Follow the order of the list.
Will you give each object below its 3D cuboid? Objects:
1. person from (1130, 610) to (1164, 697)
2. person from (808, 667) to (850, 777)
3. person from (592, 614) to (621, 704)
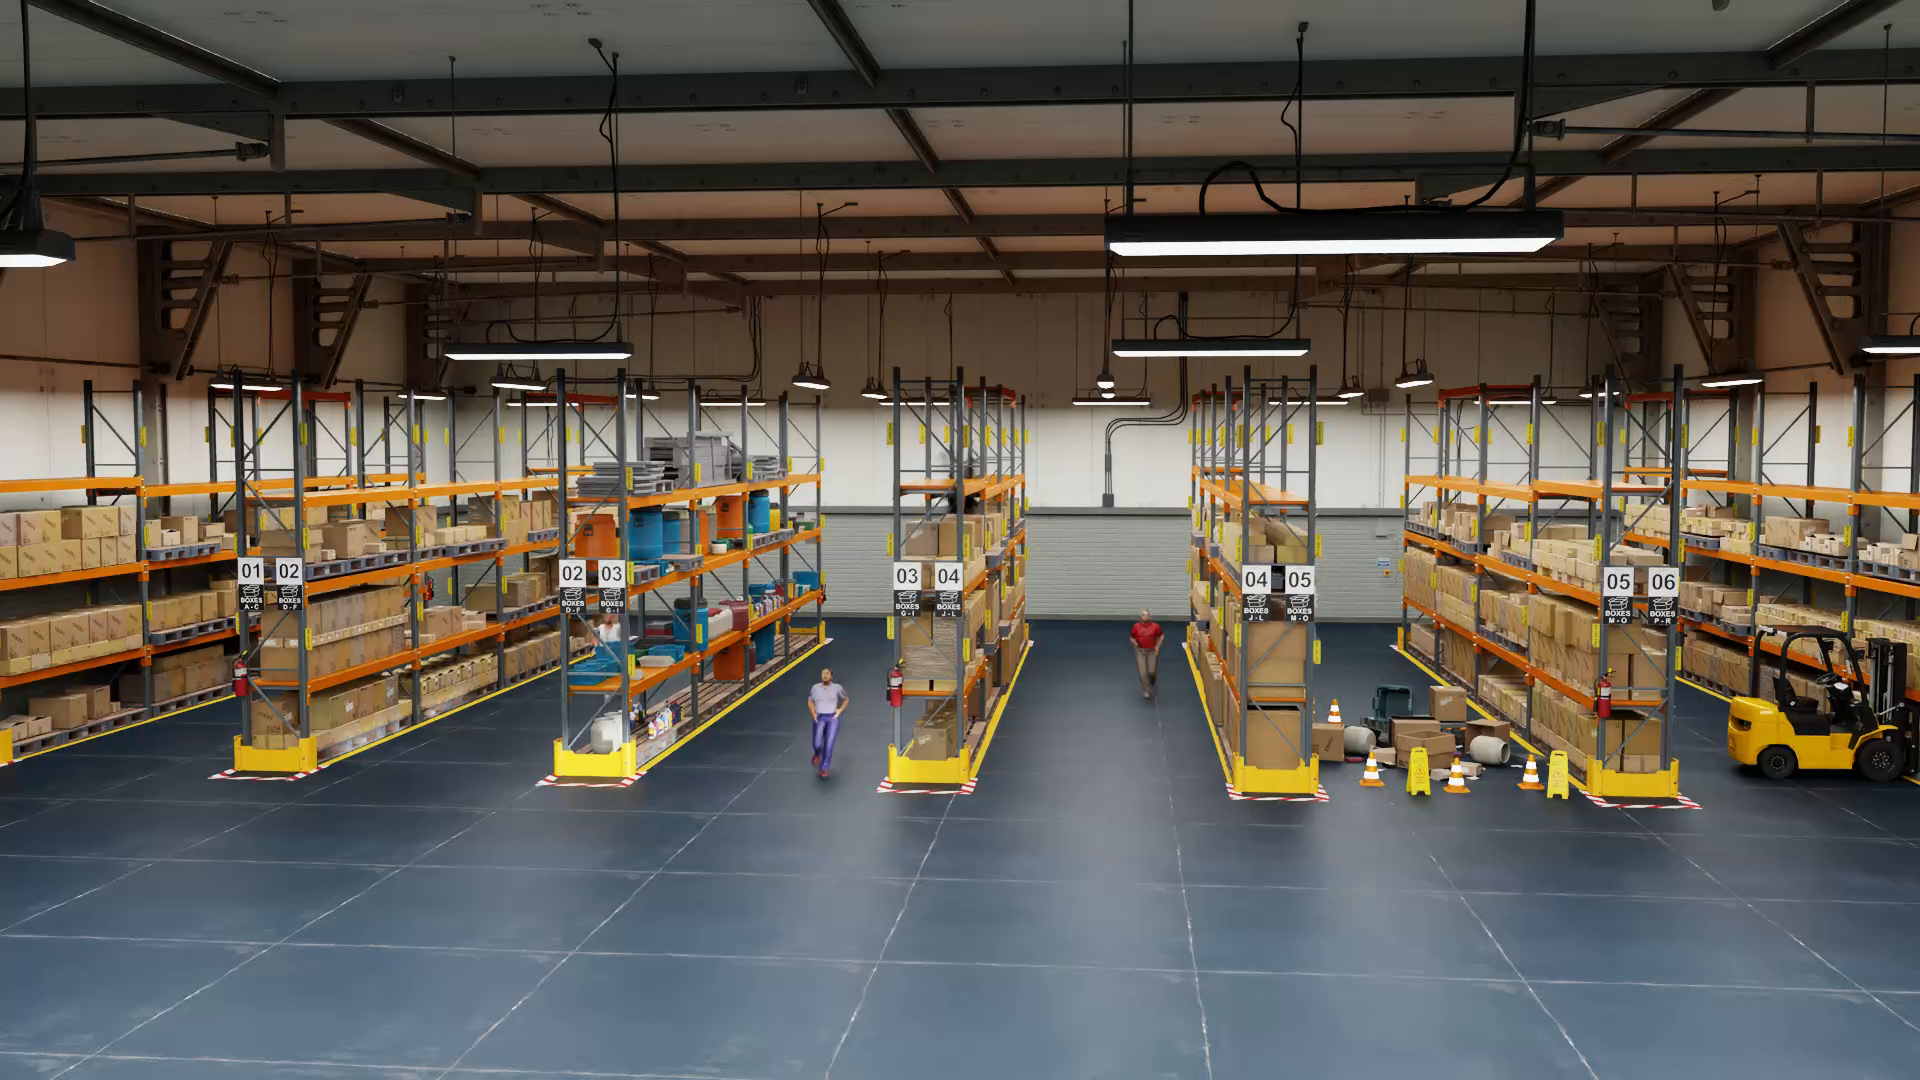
[{"bbox_3d":[3.560,2.182,31.783,0.638,1.675,0.586,1,4,10],"label":"person"},{"bbox_3d":[-1.966,2.690,24.675,0.607,1.585,0.586,0,4,3],"label":"person"},{"bbox_3d":[-6.607,2.185,31.305,0.663,1.748,0.780,0,4,-3],"label":"person"}]
